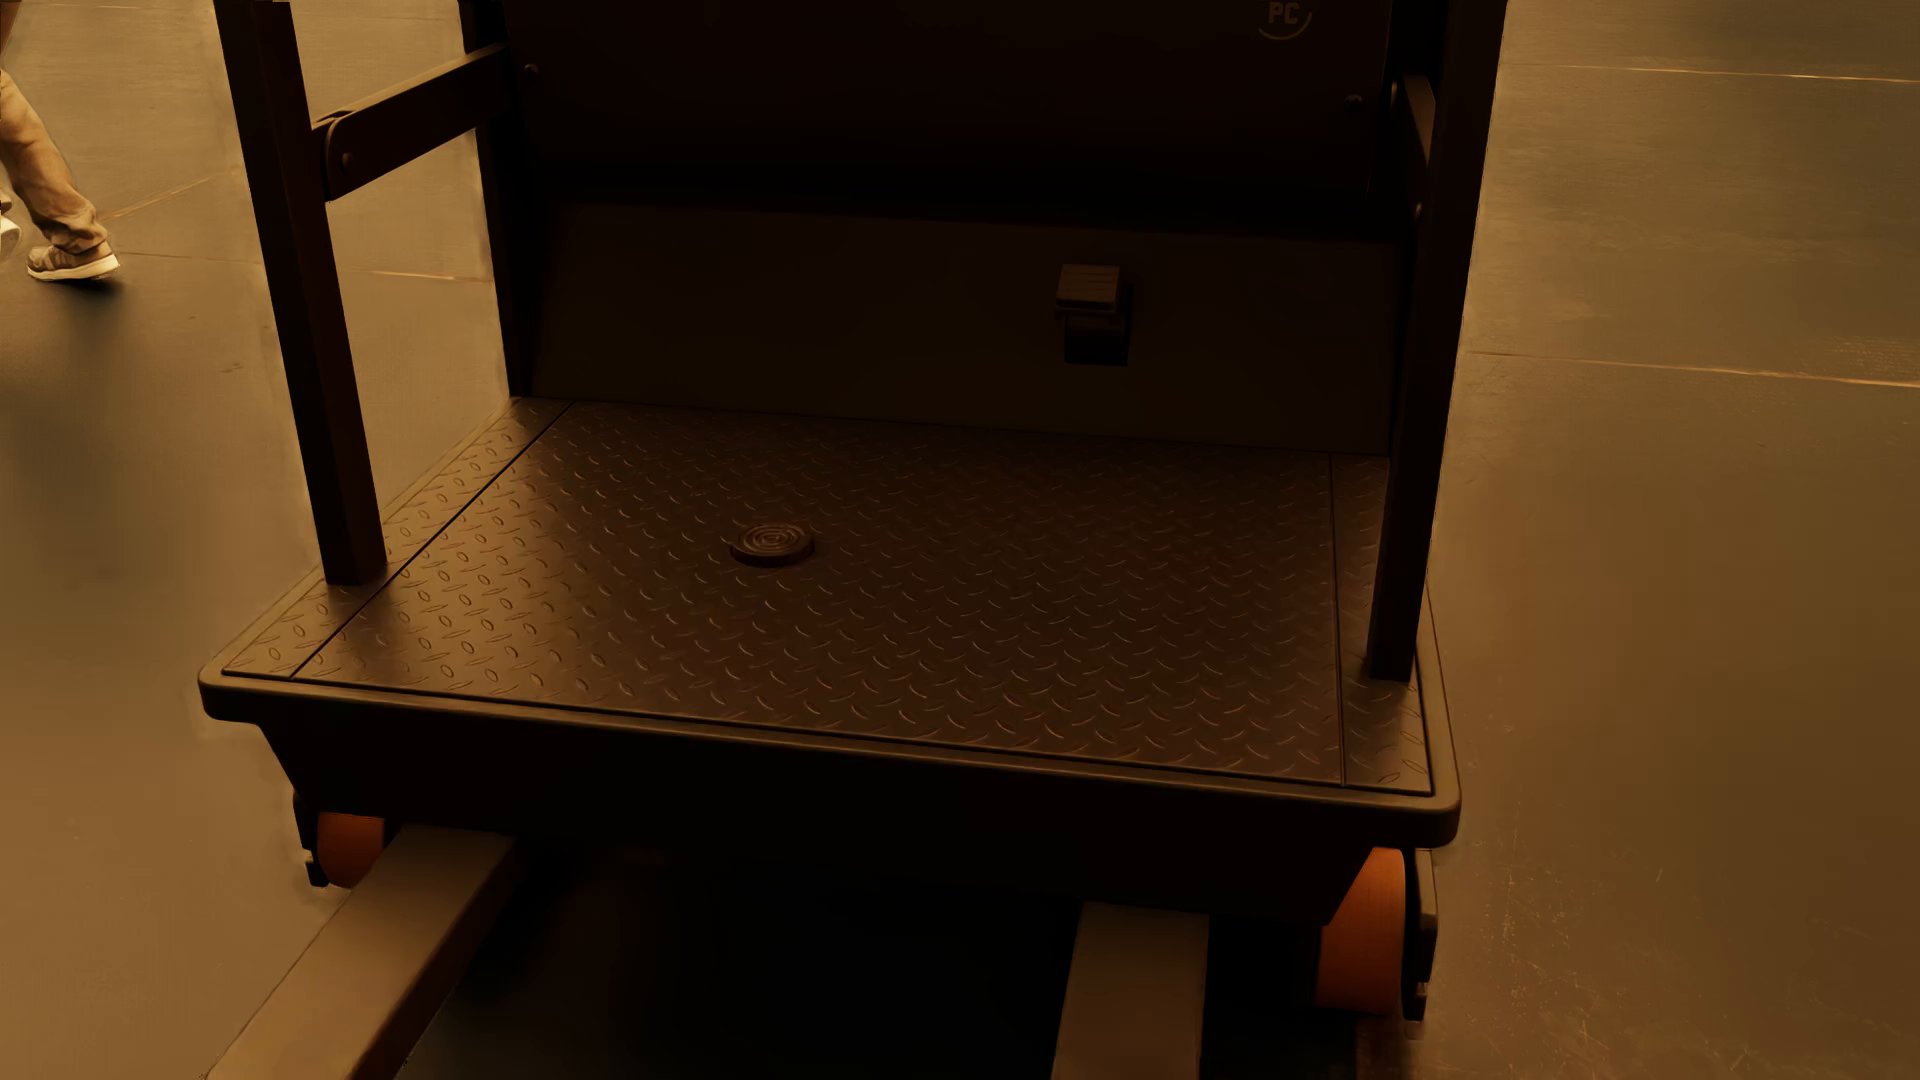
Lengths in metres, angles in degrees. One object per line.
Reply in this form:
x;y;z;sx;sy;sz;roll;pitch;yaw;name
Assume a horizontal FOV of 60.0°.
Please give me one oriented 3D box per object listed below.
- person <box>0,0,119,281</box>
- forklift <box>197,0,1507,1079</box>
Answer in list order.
-1.987;-1.187;3.186;0.580;1.514;0.648;2;27;4;person
-0.060;-1.032;1.291;1.130;2.935;3.031;5;27;9;forklift
